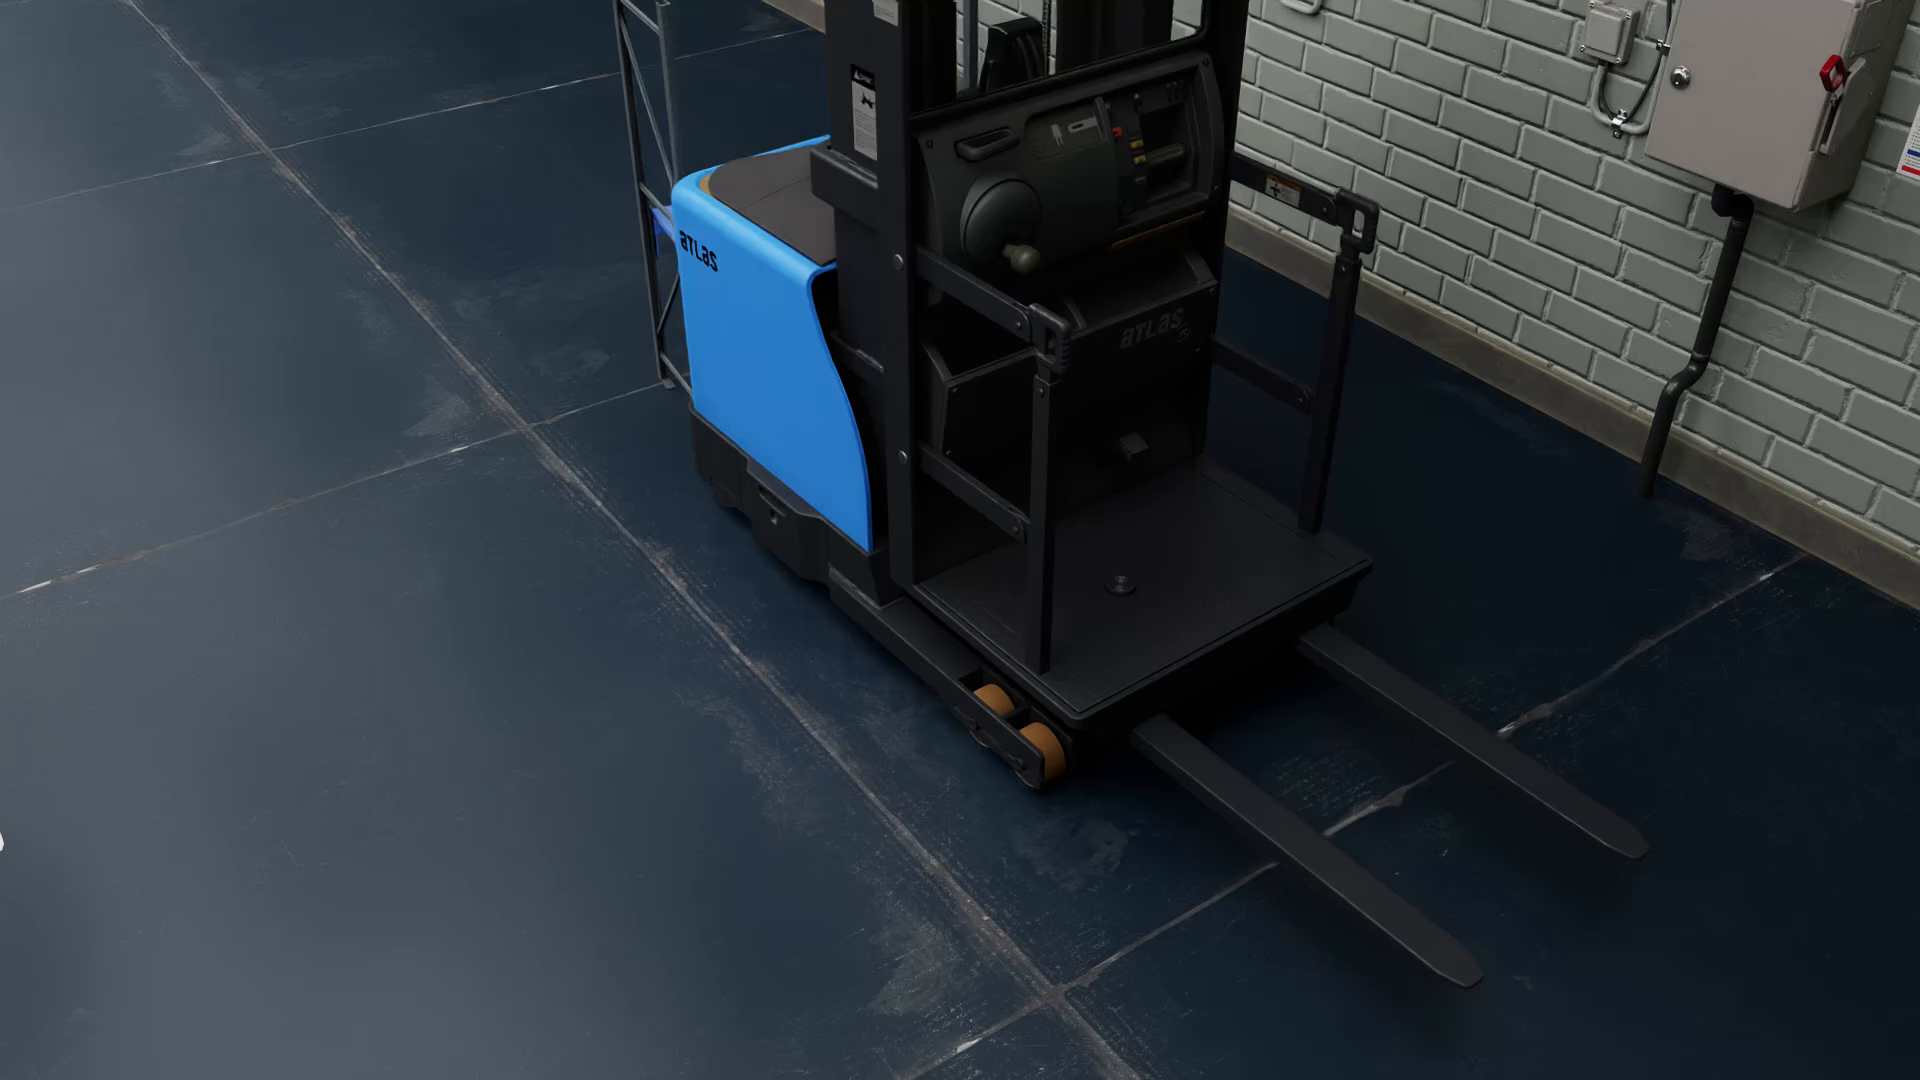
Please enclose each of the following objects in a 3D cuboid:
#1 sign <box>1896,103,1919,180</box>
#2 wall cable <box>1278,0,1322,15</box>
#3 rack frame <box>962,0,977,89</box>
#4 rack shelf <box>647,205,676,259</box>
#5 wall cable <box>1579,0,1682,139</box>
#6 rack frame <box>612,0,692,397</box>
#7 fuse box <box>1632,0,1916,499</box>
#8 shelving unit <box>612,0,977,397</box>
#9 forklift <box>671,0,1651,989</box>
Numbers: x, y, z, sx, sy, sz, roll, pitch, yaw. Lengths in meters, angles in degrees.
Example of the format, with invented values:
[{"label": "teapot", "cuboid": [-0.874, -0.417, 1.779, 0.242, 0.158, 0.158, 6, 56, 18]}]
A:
[{"label": "sign", "cuboid": [2.684, -1.141, 4.349, 0.001, 0.494, 0.329, -22, 41, -28]}, {"label": "wall cable", "cuboid": [1.139, -2.823, 5.708, 0.123, 1.953, 0.585, -22, 41, -28]}, {"label": "rack frame", "cuboid": [-0.076, -1.358, 5.854, 0.032, 1.500, 0.500, -17, 39, -22]}, {"label": "rack shelf", "cuboid": [-0.526, -1.074, 5.766, 1.000, 0.185, 0.538, -17, 39, -22]}, {"label": "wall cable", "cuboid": [1.966, -2.137, 4.782, 0.122, 1.984, 0.588, -22, 41, -28]}, {"label": "rack frame", "cuboid": [-0.975, -1.081, 5.469, 0.032, 1.500, 0.500, -17, 39, -22]}, {"label": "fuse box", "cuboid": [2.230, -0.823, 4.928, 0.414, 1.711, 0.539, -22, 41, -28]}, {"label": "shelving unit", "cuboid": [-0.526, -1.220, 5.661, 1.048, 1.500, 0.538, -17, 39, -22]}, {"label": "forklift", "cuboid": [0.425, -0.873, 3.954, 1.130, 2.935, 3.031, -24, 42, -30]}]
